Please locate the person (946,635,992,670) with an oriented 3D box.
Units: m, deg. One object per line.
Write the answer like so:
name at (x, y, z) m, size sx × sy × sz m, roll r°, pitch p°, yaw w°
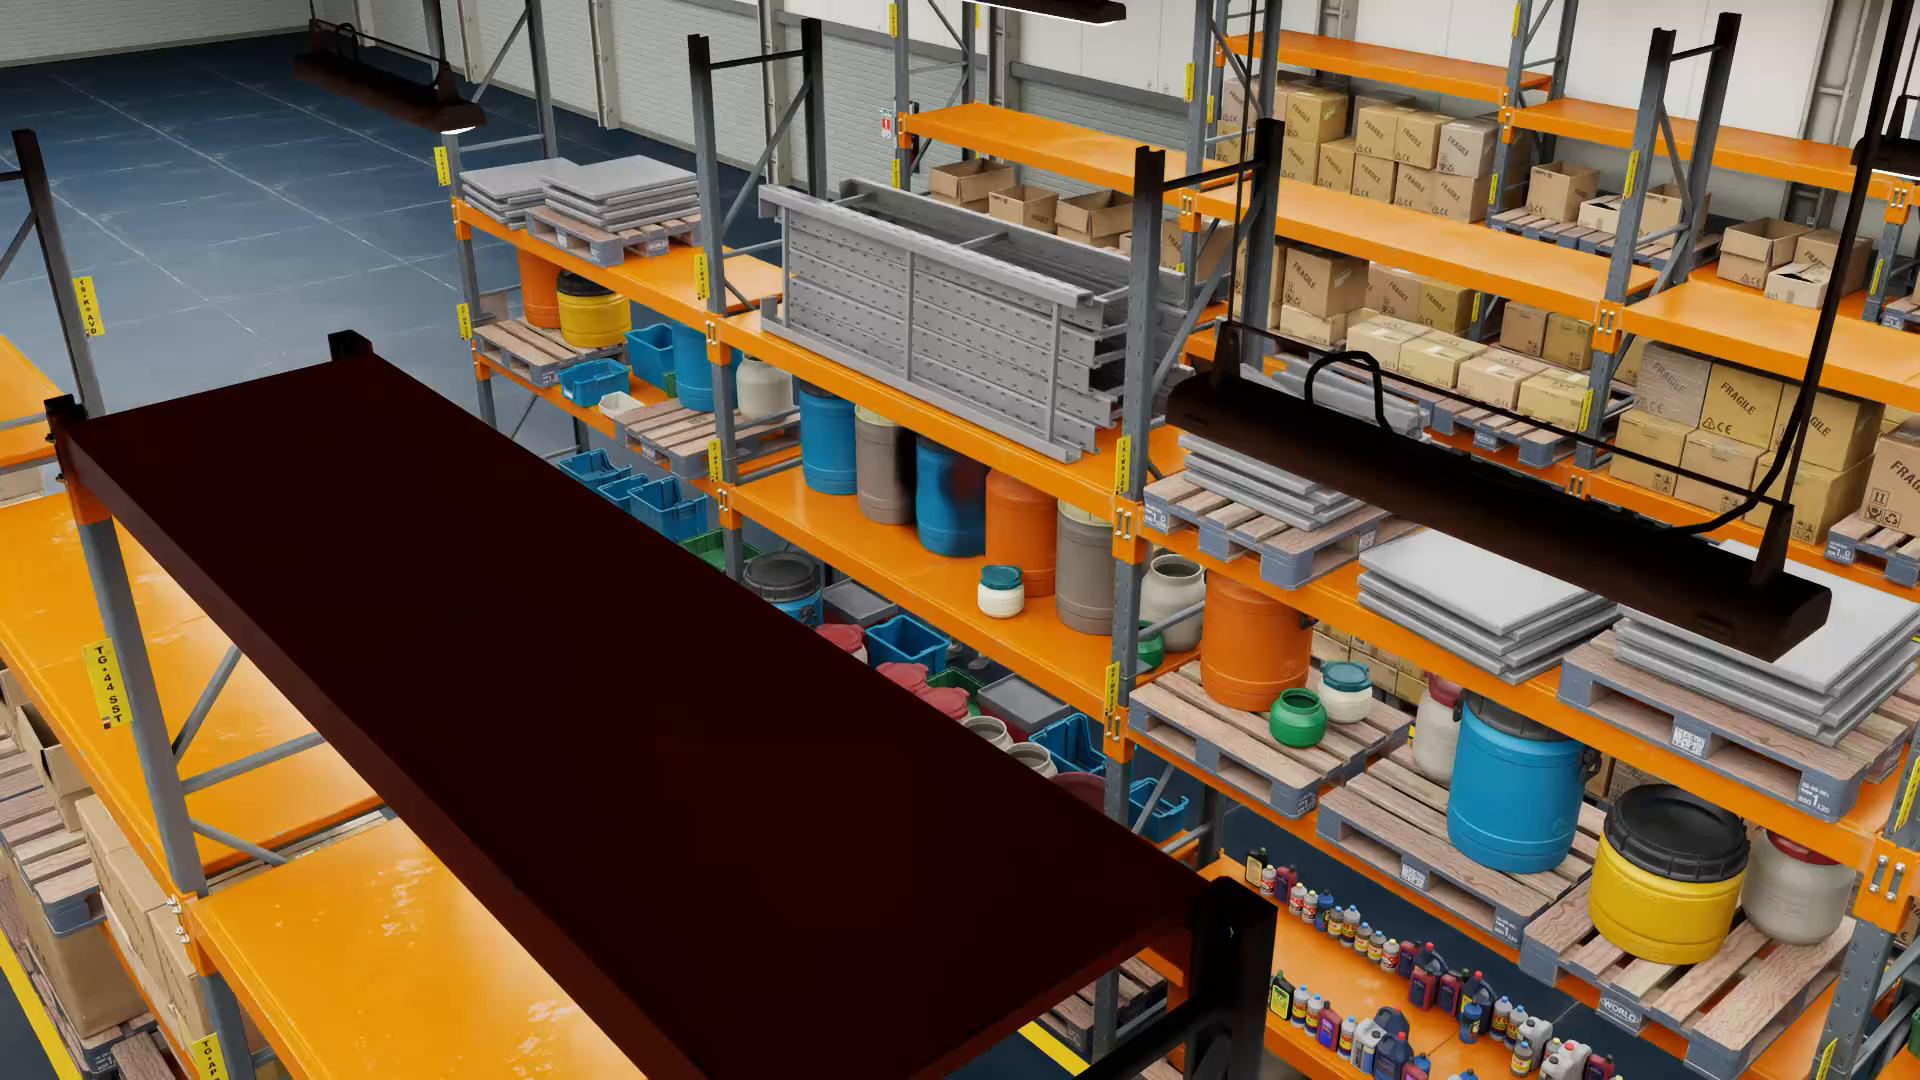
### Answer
person at (0.019, 0.317, 14.961) m, size 0.517 × 1.794 × 0.627 m, roll -14°, pitch 30°, yaw -25°
